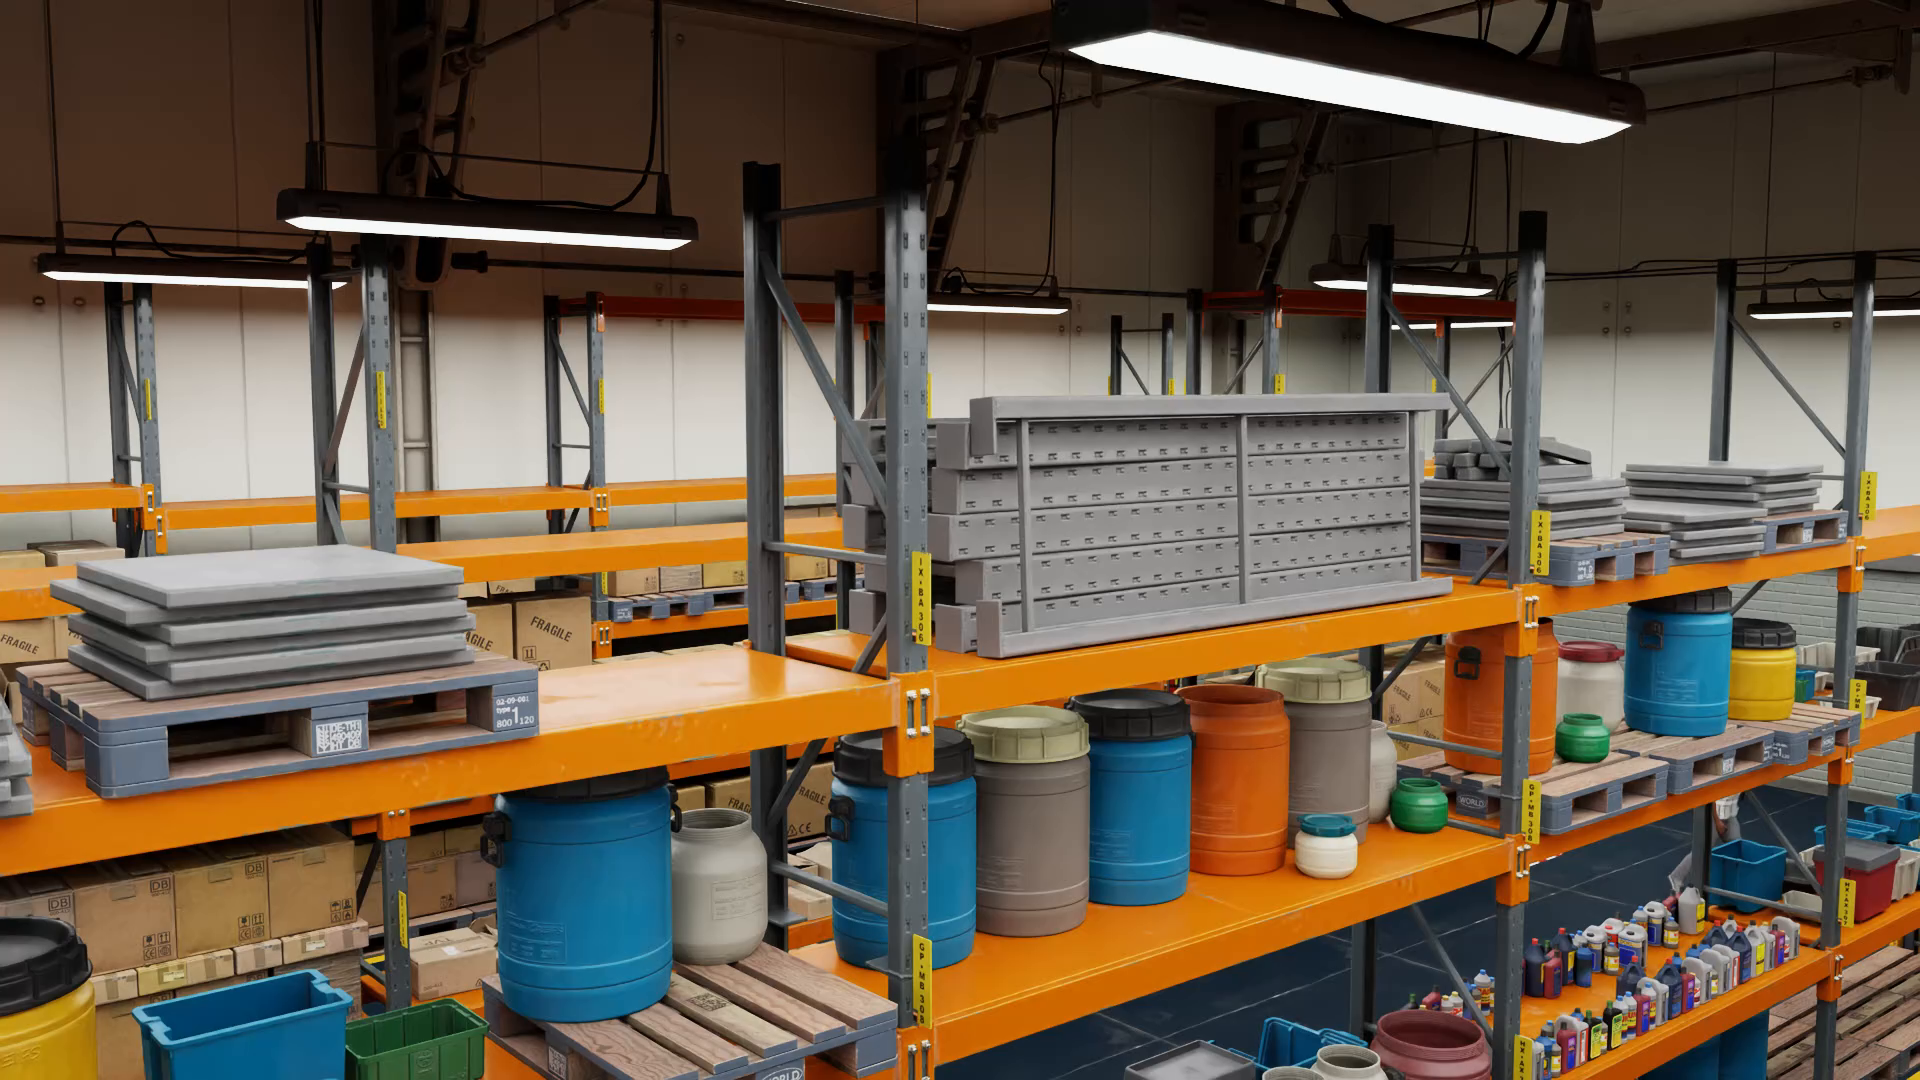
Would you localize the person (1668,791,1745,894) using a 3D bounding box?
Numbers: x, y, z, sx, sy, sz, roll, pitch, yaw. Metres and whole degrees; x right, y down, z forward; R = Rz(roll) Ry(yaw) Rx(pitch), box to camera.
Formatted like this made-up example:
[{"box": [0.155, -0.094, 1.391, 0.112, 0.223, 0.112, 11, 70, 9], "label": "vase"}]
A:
[{"box": [7.482, 2.740, 16.523, 0.508, 1.669, 0.728, -4, 7, -34], "label": "person"}]
